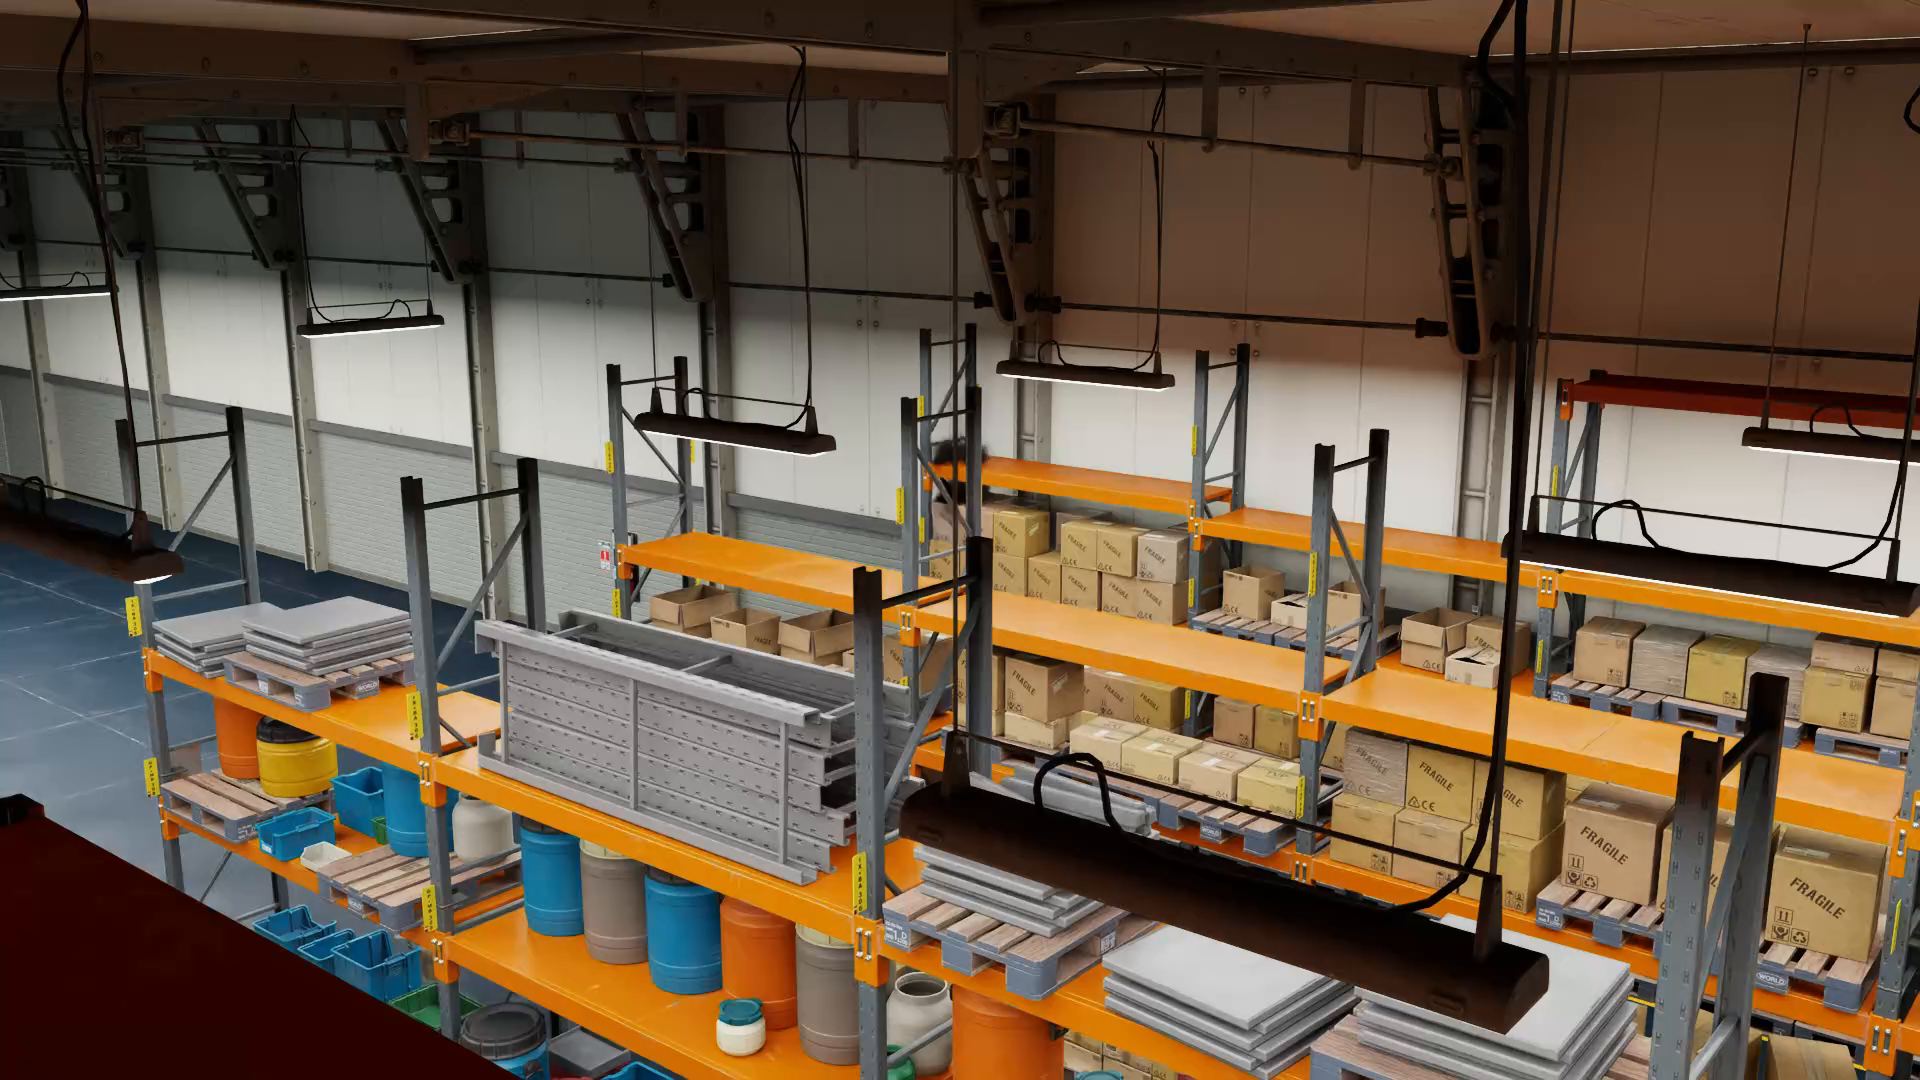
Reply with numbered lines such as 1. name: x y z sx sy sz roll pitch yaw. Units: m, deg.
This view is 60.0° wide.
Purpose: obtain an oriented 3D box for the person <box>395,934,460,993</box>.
1. person: -4.978 3.832 15.562 0.865 1.705 0.643 7 14 27
